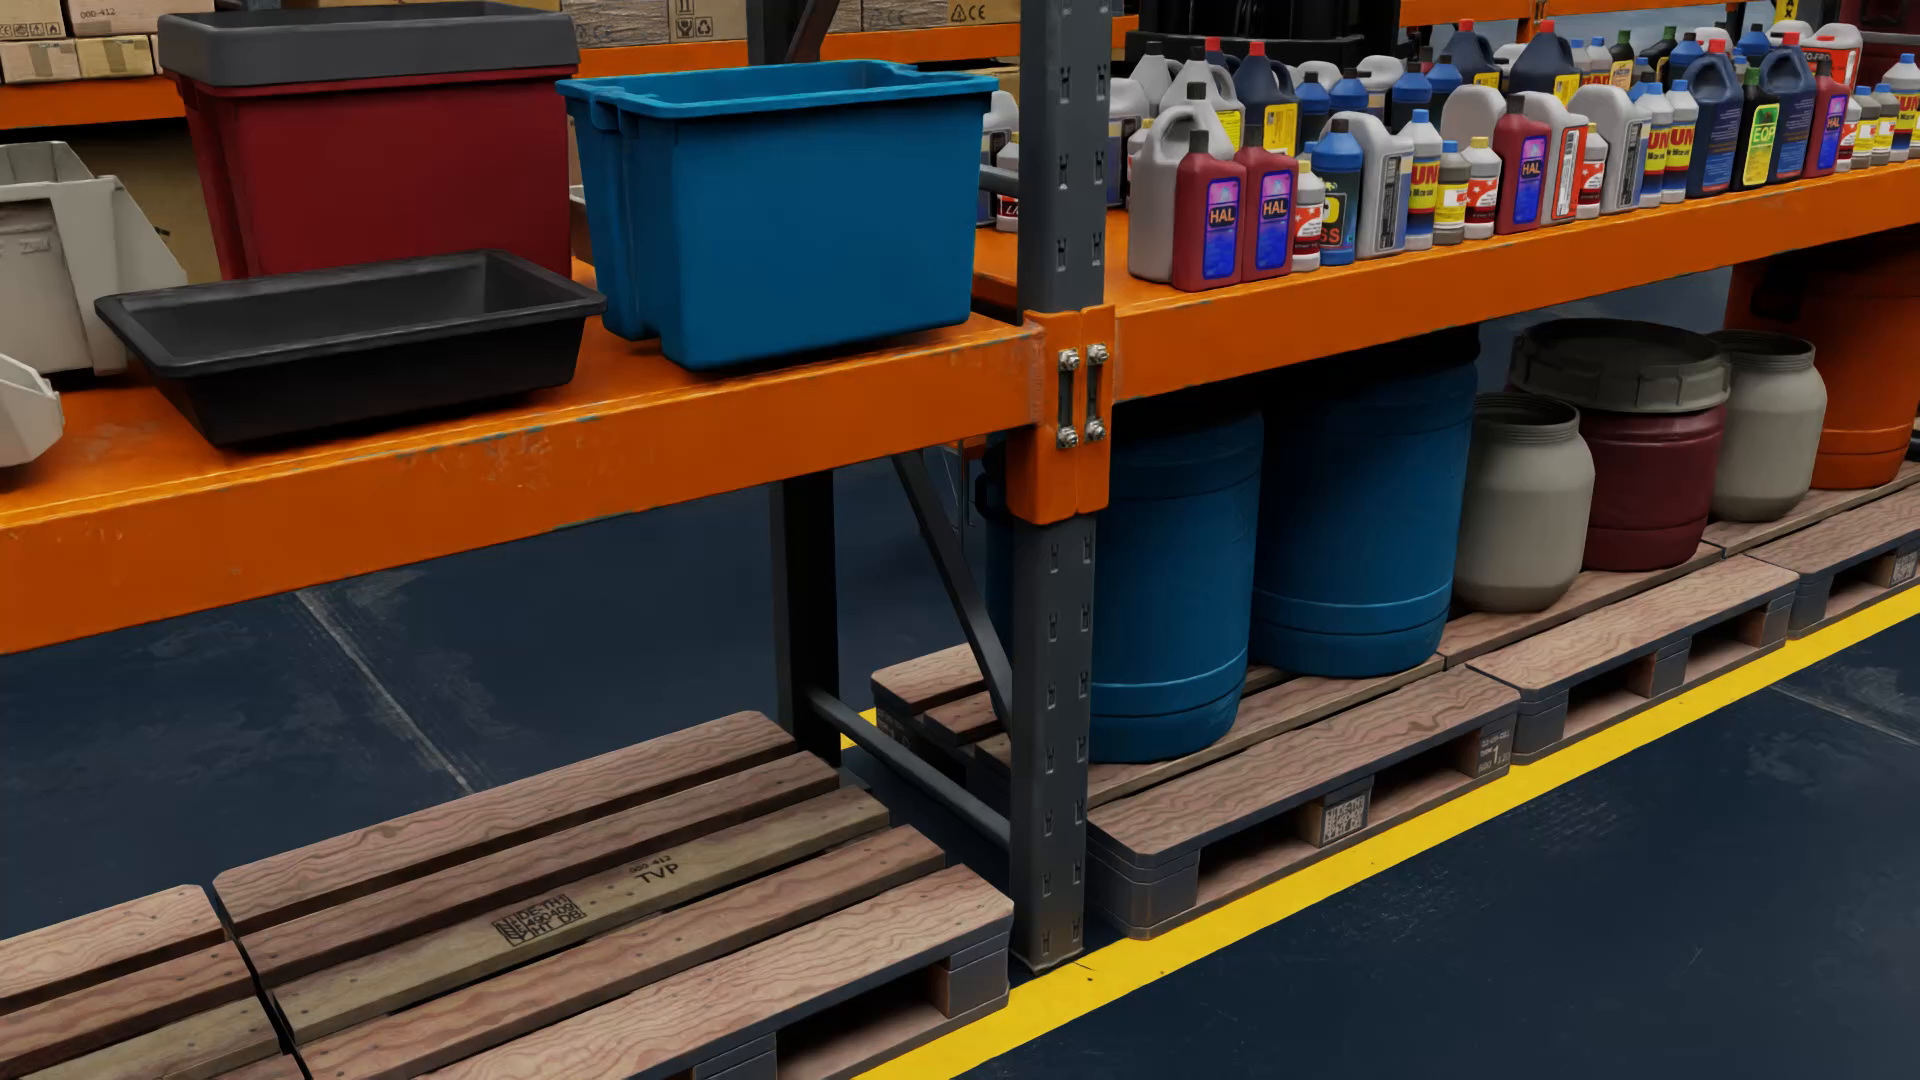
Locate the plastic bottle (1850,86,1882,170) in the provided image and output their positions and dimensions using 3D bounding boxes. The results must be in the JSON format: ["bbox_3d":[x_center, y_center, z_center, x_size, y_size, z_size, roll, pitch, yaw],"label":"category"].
[{"bbox_3d":[2.307,-1.063,4.282,0.097,0.201,0.097,0,22,0],"label":"plastic bottle"}]

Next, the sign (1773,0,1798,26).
[{"bbox_3d":[2.825,-1.807,5.657,0.005,0.325,0.100,-15,26,-33],"label":"sign"}]

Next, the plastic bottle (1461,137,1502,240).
[{"bbox_3d":[1.069,-0.733,3.454,0.097,0.201,0.097,0,22,0],"label":"plastic bottle"}]

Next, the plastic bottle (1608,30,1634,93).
[{"bbox_3d":[1.914,-1.351,4.893,0.133,0.283,0.061,-15,26,-33],"label":"plastic bottle"}]

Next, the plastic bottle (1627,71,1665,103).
[{"bbox_3d":[1.627,-0.980,3.979,0.097,0.271,0.097,0,22,0],"label":"plastic bottle"}]

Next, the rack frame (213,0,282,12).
[{"bbox_3d":[-2.987,-2.192,6.841,0.127,3.000,1.000,-15,26,-33],"label":"rack frame"}]

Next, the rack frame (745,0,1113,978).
[{"bbox_3d":[-0.095,-0.701,3.107,0.127,3.000,1.000,-15,26,-33],"label":"rack frame"}]

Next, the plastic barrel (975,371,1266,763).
[{"bbox_3d":[0.357,-0.035,3.700,0.708,0.901,0.600,-15,26,-33],"label":"plastic barrel"}]

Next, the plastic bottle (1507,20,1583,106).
[{"bbox_3d":[1.553,-1.198,4.417,0.185,0.351,0.144,-15,26,-33],"label":"plastic bottle"}]

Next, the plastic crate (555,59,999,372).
[{"bbox_3d":[-0.274,-0.518,2.588,0.575,0.384,0.392,-15,26,-33],"label":"plastic crate"}]

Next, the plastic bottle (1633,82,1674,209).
[{"bbox_3d":[1.554,-0.895,3.765,0.097,0.271,0.097,0,22,0],"label":"plastic bottle"}]

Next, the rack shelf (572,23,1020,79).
[{"bbox_3d":[-1.364,-2.290,8.059,4.000,0.370,1.077,-15,26,-33],"label":"rack shelf"}]

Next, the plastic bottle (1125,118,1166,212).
[{"bbox_3d":[0.421,-0.837,3.715,0.097,0.201,0.097,0,22,0],"label":"plastic bottle"}]

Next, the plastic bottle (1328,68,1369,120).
[{"bbox_3d":[0.940,-1.008,4.049,0.097,0.271,0.097,0,22,0],"label":"plastic bottle"}]

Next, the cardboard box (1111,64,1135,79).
[{"bbox_3d":[0.786,-2.603,9.640,0.500,0.250,0.500,-14,26,-31],"label":"cardboard box"}]

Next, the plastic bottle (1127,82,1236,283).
[{"bbox_3d":[0.413,-0.666,3.085,0.185,0.351,0.144,-15,26,-33],"label":"plastic bottle"}]

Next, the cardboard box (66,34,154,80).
[{"bbox_3d":[-3.253,-1.854,6.335,0.250,0.149,0.380,-14,26,-32],"label":"cardboard box"}]

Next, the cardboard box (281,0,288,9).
[{"bbox_3d":[-2.767,-2.421,7.282,0.500,0.500,0.500,-15,26,-33],"label":"cardboard box"}]

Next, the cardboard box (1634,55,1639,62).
[{"bbox_3d":[5.252,-3.423,12.734,0.500,0.500,0.500,-12,25,-28],"label":"cardboard box"}]

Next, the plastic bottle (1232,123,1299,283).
[{"bbox_3d":[0.560,-0.627,3.078,0.133,0.283,0.061,-15,26,-33],"label":"plastic bottle"}]

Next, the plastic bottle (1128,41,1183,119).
[{"bbox_3d":[0.460,-0.976,3.861,0.185,0.351,0.144,-15,26,-33],"label":"plastic bottle"}]

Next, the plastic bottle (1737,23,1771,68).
[{"bbox_3d":[2.502,-1.494,5.267,0.097,0.271,0.097,0,22,0],"label":"plastic bottle"}]

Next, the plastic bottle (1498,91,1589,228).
[{"bbox_3d":[1.255,-0.830,3.596,0.135,0.276,0.152,-15,26,-33],"label":"plastic bottle"}]

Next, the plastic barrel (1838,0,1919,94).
[{"bbox_3d":[3.352,-1.822,5.732,0.708,0.536,0.600,-15,26,-33],"label":"plastic barrel"}]

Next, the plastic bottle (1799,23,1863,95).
[{"bbox_3d":[2.701,-1.467,5.194,0.135,0.276,0.152,-15,26,-33],"label":"plastic bottle"}]

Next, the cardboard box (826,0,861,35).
[{"bbox_3d":[-0.824,-2.703,7.988,0.500,0.500,0.500,-16,27,-35],"label":"cardboard box"}]

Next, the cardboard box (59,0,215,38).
[{"bbox_3d":[-3.192,-2.085,6.376,0.500,0.250,0.500,-15,26,-34],"label":"cardboard box"}]

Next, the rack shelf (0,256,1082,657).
[{"bbox_3d":[-1.718,0.066,2.155,4.000,0.370,1.077,-15,26,-33],"label":"rack shelf"}]

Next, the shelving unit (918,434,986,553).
[{"bbox_3d":[0.012,-0.560,5.182,0.189,1.200,0.258,-15,26,-33],"label":"shelving unit"}]

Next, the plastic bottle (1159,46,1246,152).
[{"bbox_3d":[0.545,-0.933,3.753,0.185,0.351,0.144,-15,26,-33],"label":"plastic bottle"}]

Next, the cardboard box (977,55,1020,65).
[{"bbox_3d":[0.241,-4.426,14.909,0.750,0.750,1.050,-15,26,-33],"label":"cardboard box"}]

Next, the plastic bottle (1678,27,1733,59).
[{"bbox_3d":[2.237,-1.413,5.058,0.135,0.276,0.152,-15,26,-33],"label":"plastic bottle"}]

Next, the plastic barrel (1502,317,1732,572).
[{"bbox_3d":[1.848,-0.287,4.755,0.708,0.588,0.600,-15,26,-33],"label":"plastic barrel"}]

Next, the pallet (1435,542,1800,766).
[{"bbox_3d":[1.547,0.174,4.676,1.213,0.211,1.003,-15,26,-33],"label":"pallet"}]

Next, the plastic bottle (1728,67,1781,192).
[{"bbox_3d":[1.887,-0.981,3.965,0.133,0.283,0.061,-15,26,-33],"label":"plastic bottle"}]

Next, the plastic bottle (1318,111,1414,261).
[{"bbox_3d":[0.801,-0.709,3.292,0.135,0.276,0.152,-15,26,-33],"label":"plastic bottle"}]

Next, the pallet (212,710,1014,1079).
[{"bbox_3d":[-0.669,0.765,3.196,1.213,0.211,1.003,-15,26,-33],"label":"pallet"}]

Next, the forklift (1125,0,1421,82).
[{"bbox_3d":[1.445,-2.333,7.287,1.130,2.935,3.031,12,24,27],"label":"forklift"}]

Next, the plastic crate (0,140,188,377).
[{"bbox_3d":[-1.442,-0.399,2.428,0.530,0.282,0.437,-15,26,-33],"label":"plastic crate"}]

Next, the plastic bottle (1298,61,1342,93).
[{"bbox_3d":[0.852,-1.044,4.132,0.135,0.276,0.152,-15,26,-33],"label":"plastic bottle"}]

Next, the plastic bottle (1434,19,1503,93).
[{"bbox_3d":[1.355,-1.214,4.459,0.185,0.351,0.144,-15,26,-33],"label":"plastic bottle"}]

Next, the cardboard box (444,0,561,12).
[{"bbox_3d":[-2.060,-2.371,7.157,0.500,0.500,0.500,-15,26,-33],"label":"cardboard box"}]
